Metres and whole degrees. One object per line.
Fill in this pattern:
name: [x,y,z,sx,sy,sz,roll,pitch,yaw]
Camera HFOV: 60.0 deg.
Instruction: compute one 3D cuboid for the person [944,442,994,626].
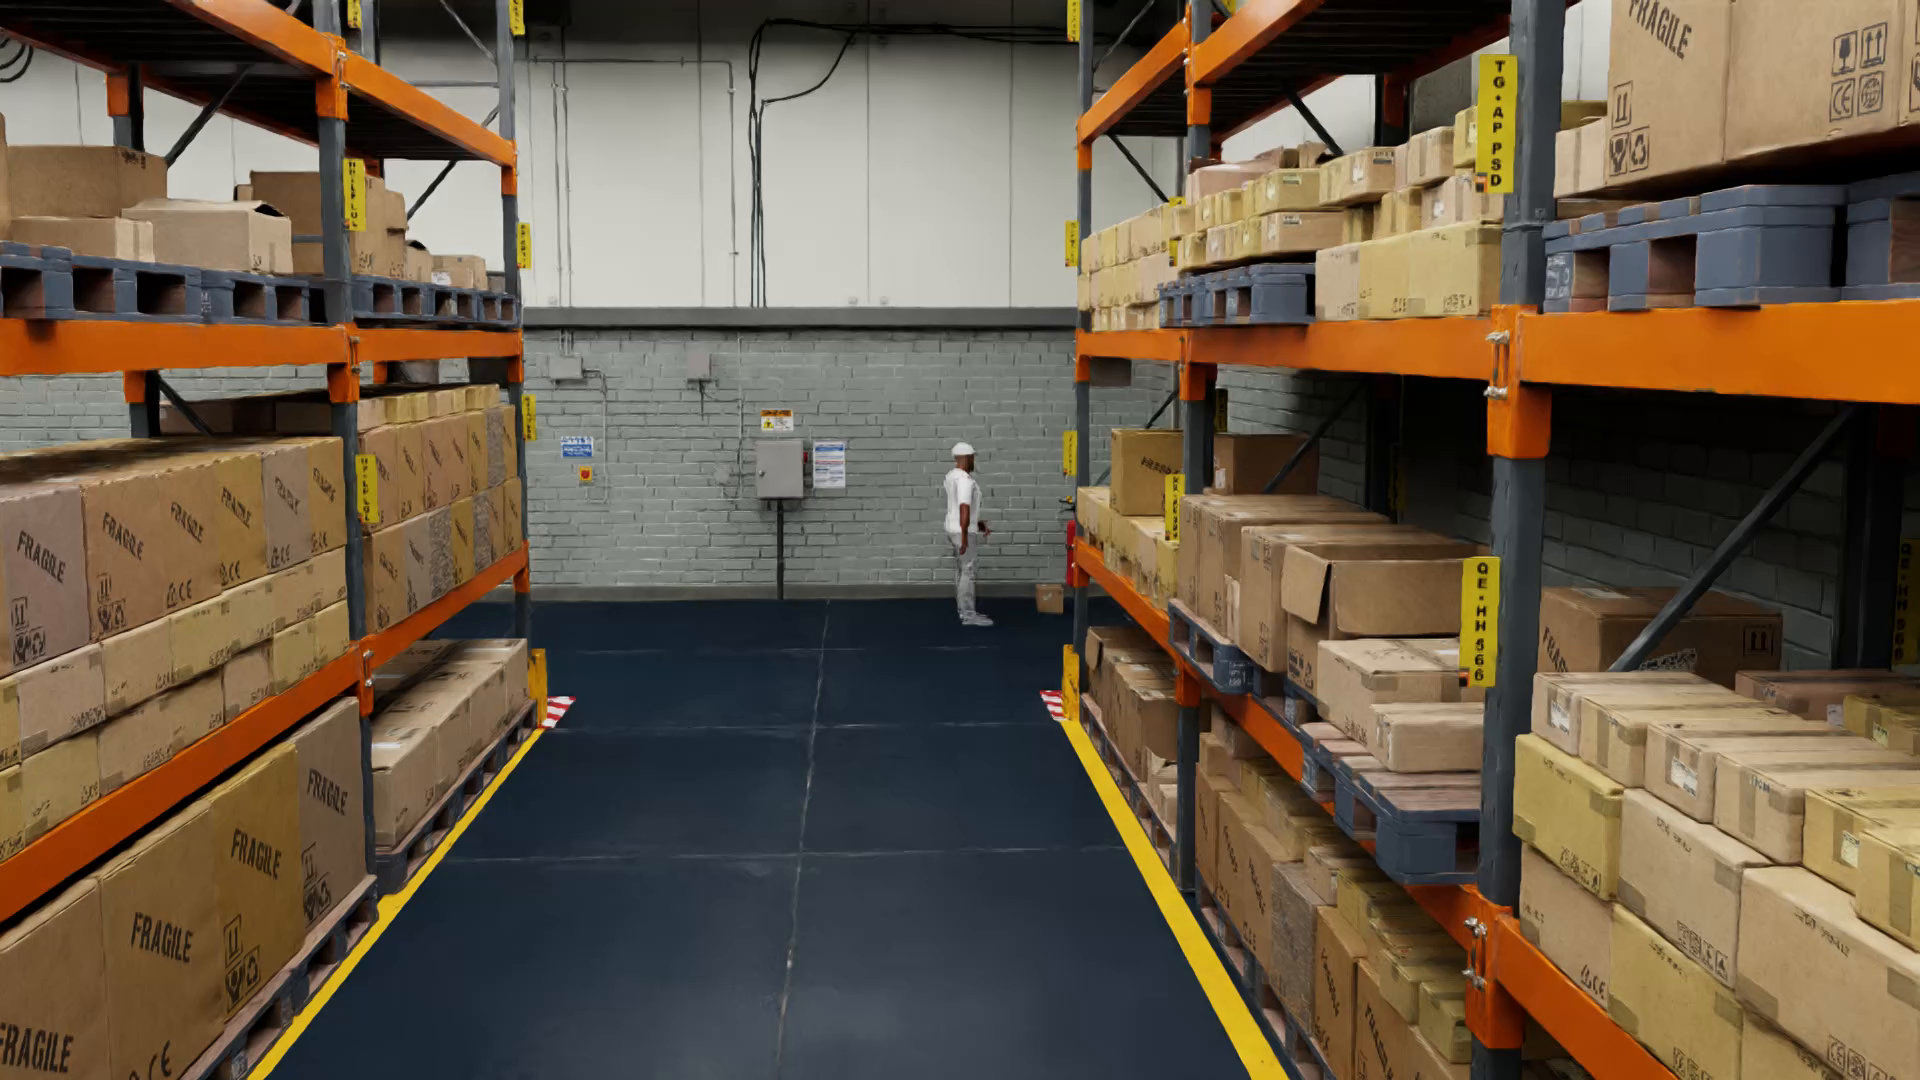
person: [0.100,-0.074,16.232,0.474,1.765,0.639,-1,7,-12]
